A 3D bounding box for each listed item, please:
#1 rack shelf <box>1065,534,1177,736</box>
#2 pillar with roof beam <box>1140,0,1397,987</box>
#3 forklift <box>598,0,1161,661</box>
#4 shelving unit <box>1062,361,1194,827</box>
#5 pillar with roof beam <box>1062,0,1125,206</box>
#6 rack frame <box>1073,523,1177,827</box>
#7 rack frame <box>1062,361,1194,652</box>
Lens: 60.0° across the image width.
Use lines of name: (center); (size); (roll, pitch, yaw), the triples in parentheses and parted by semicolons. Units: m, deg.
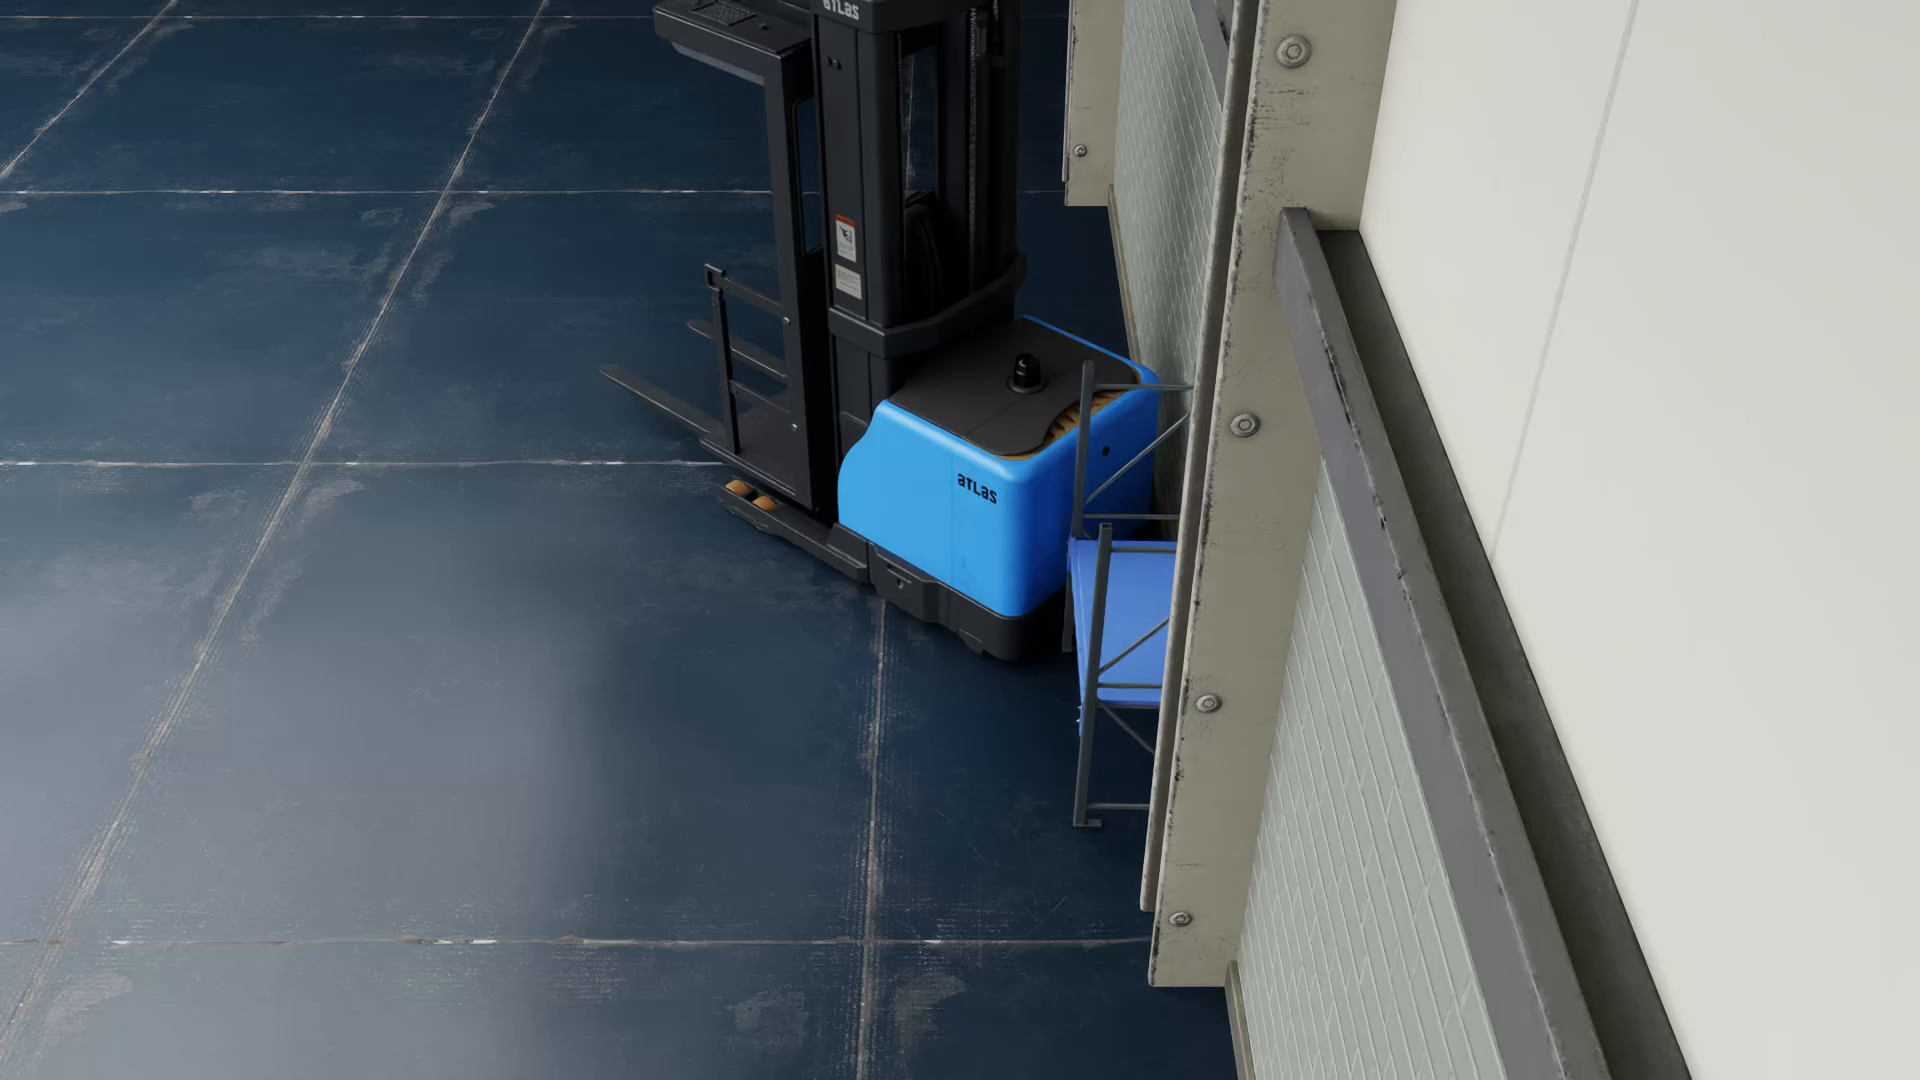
rack shelf: (0.710, 0.364, 6.622); (0.538, 0.185, 1.000); (1, 39, -1)
pillar with roof beam: (-3.469, -2.025, 3.327); (9.100, 9.000, 0.400); (0, 39, 0)
forklift: (-0.554, -1.408, 7.408); (3.031, 2.935, 1.130); (29, 47, 31)
shelving unit: (0.713, 0.223, 6.510); (0.538, 1.500, 1.048); (1, 39, -1)
pillar with roof beam: (-3.476, -5.777, 8.009); (9.100, 9.000, 0.400); (0, 39, 0)
rack frame: (0.712, 0.541, 6.113); (0.500, 1.500, 0.032); (1, 39, -1)
rack frame: (0.715, -0.095, 6.907); (0.500, 1.500, 0.032); (1, 39, -1)
